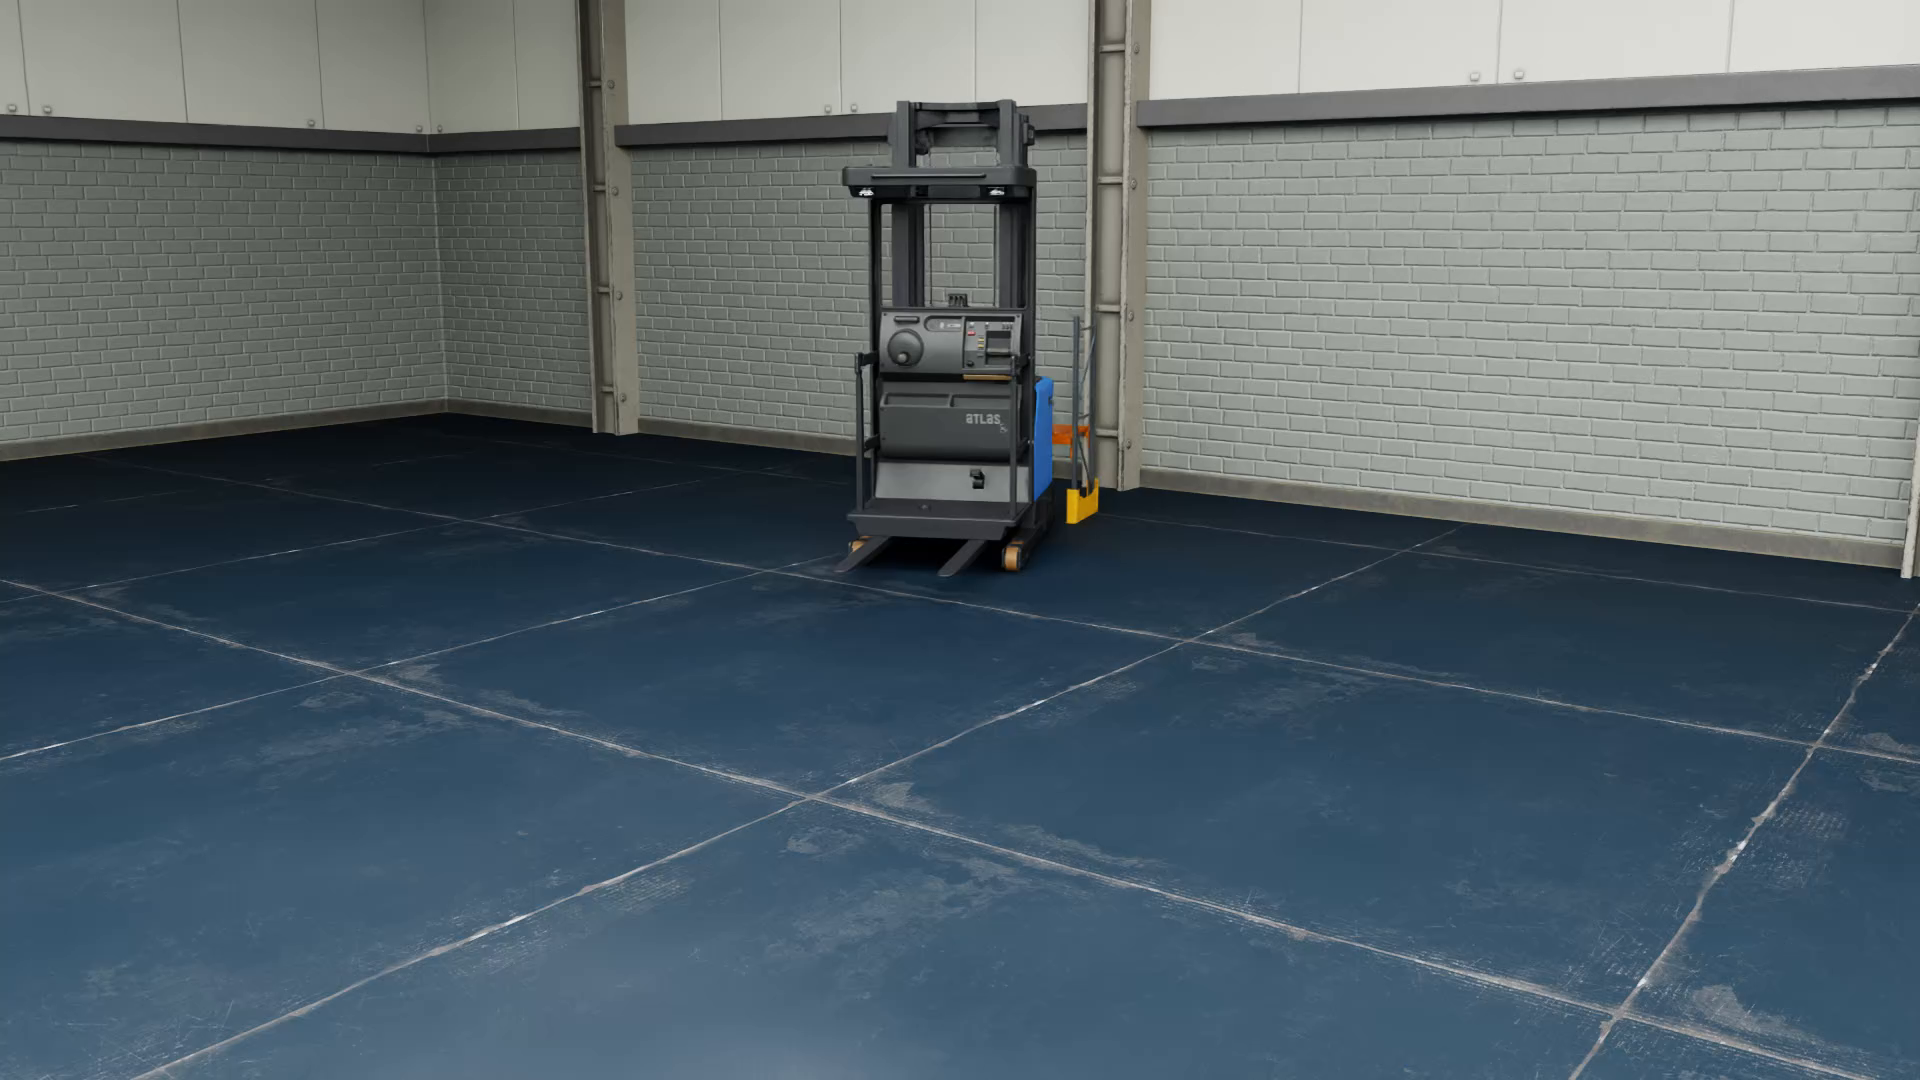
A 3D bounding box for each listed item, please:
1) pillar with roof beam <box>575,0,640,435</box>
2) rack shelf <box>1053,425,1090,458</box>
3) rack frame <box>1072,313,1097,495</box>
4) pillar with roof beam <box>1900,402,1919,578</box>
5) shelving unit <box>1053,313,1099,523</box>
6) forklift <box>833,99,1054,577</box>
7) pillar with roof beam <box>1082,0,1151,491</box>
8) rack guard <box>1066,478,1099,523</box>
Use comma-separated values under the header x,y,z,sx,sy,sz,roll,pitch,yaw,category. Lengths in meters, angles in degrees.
x,y,z,sx,sy,sz,roll,pitch,yaw,category
-6.124,-4.878,13.054,0.400,9.000,9.100,8,13,36,pillar with roof beam
0.443,-0.768,12.500,1.000,0.185,0.538,4,12,20,rack shelf
0.918,-0.911,12.289,0.032,1.500,0.500,4,12,20,rack frame
3.548,-3.529,6.080,0.400,9.000,9.100,8,13,36,pillar with roof beam
0.451,-0.944,12.463,1.083,1.500,0.587,4,12,20,shelving unit
-0.101,-1.311,10.590,1.130,2.935,3.031,2,11,11,forklift
-1.288,-4.204,9.567,0.400,9.000,9.100,8,13,36,pillar with roof beam
0.917,-0.297,12.408,0.087,0.250,0.587,4,12,20,rack guard
